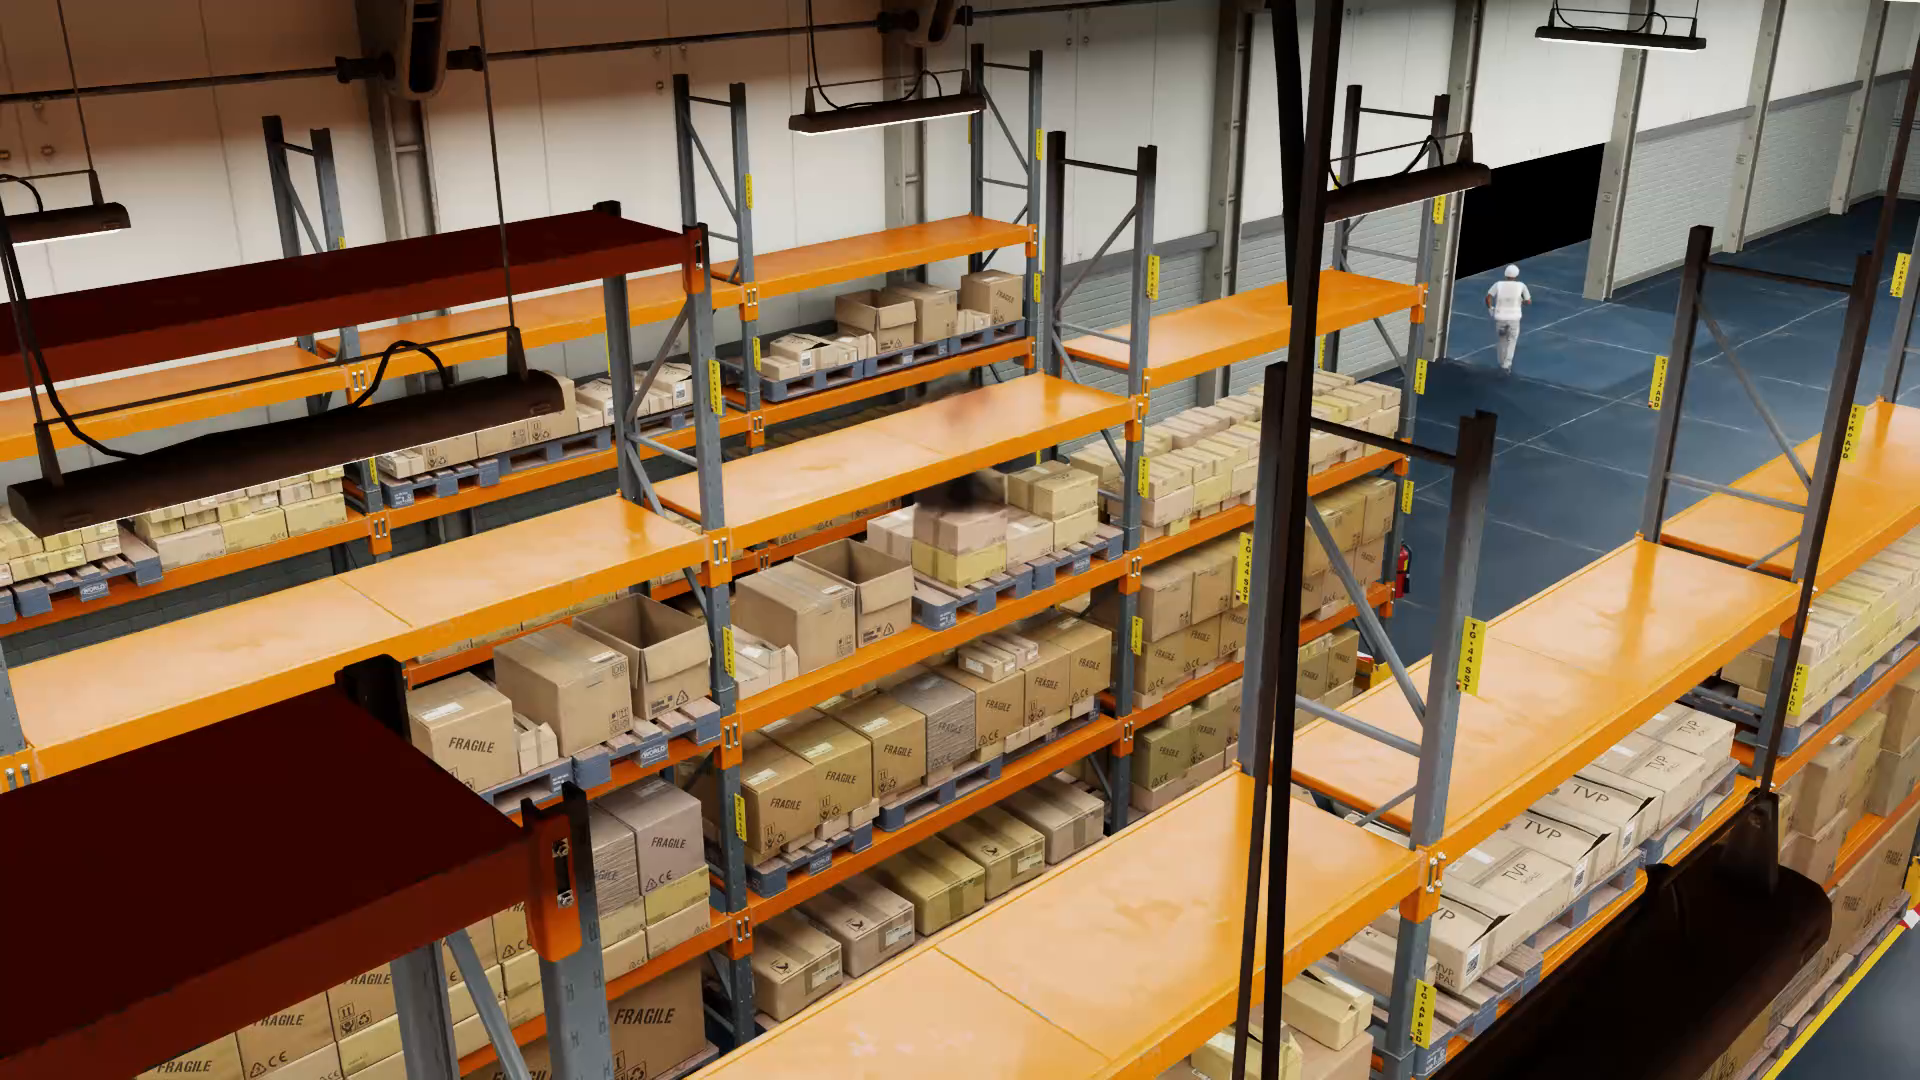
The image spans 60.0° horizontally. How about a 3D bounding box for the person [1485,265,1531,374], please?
[{"bbox_3d":[8.951,-3.606,27.233,0.698,1.800,0.881,11,25,24],"label":"person"}]
